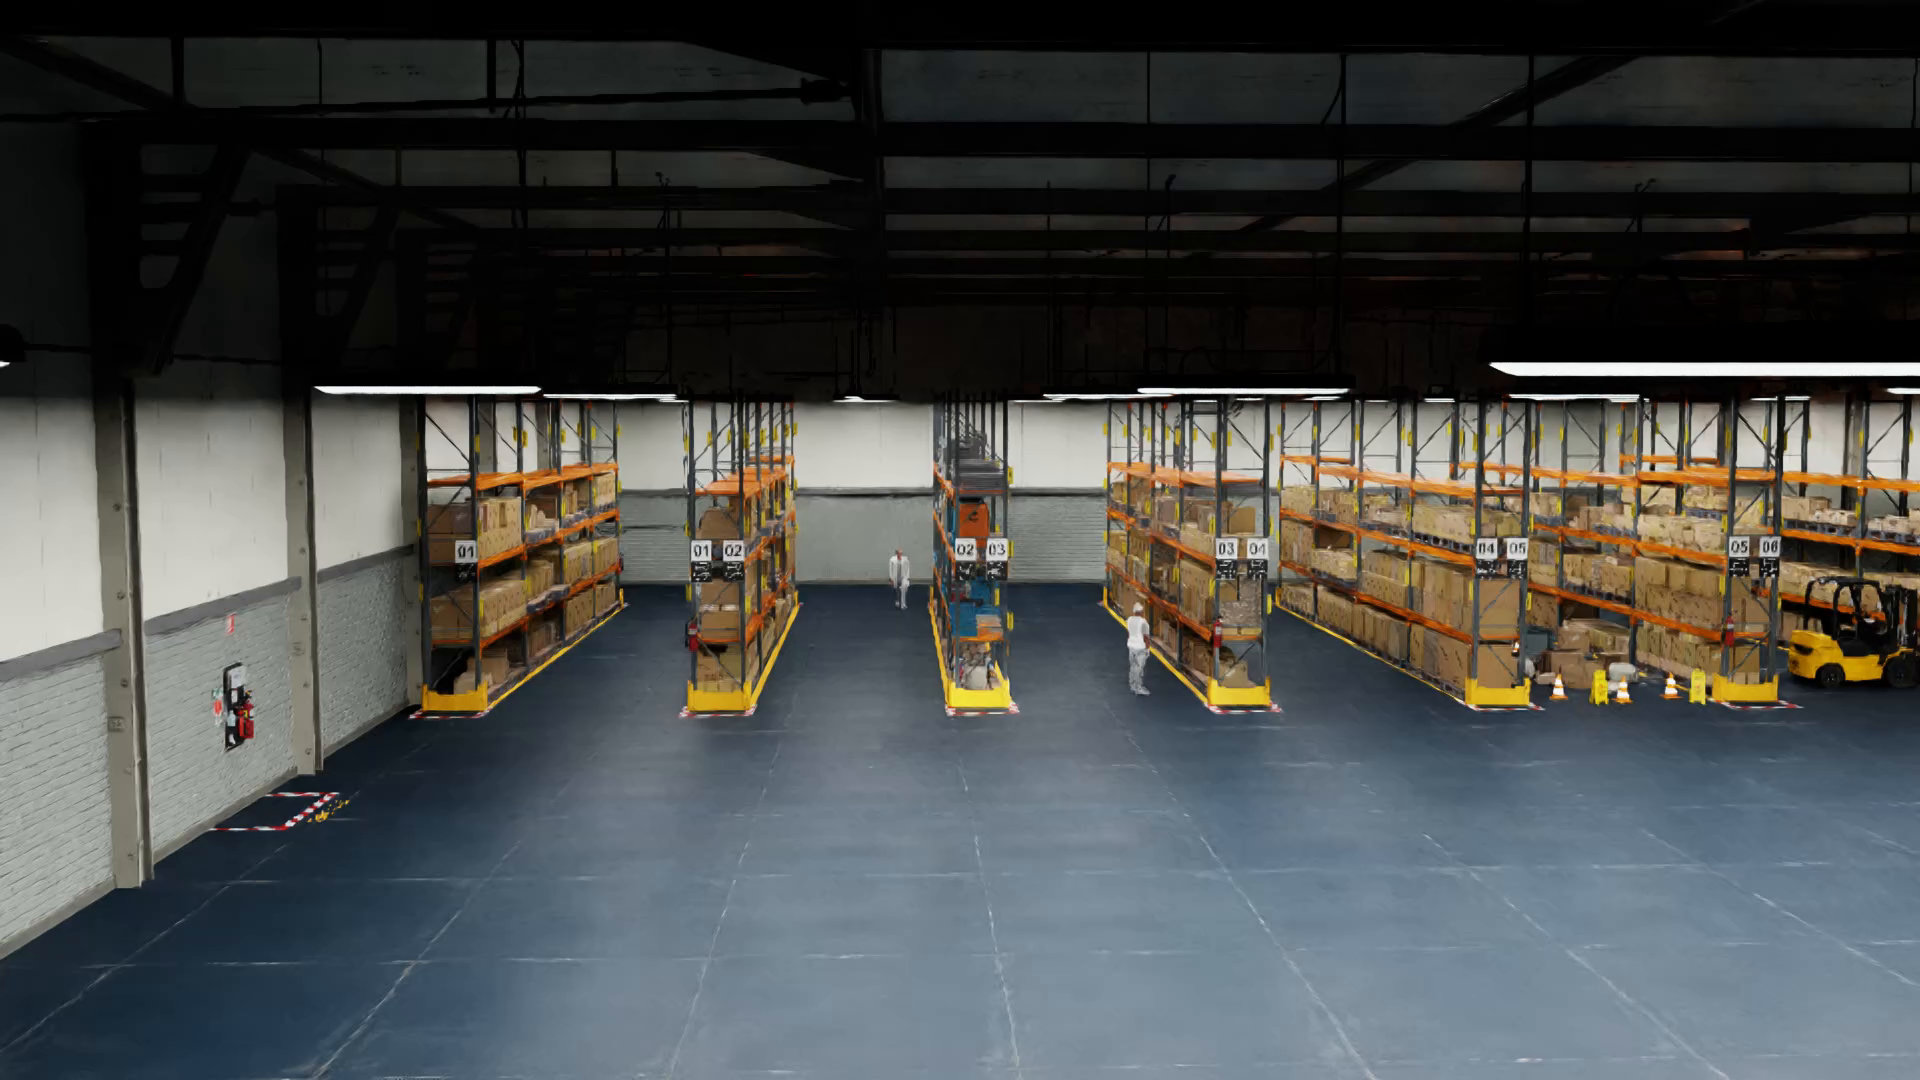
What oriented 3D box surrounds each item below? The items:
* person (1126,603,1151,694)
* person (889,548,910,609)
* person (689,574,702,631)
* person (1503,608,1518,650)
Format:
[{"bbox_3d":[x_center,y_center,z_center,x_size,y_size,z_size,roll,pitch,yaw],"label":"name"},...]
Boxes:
[{"bbox_3d":[3.558,2.133,32.902,0.456,1.786,0.620,-3,6,-34],"label":"person"},{"bbox_3d":[-1.698,1.059,46.574,0.598,1.698,1.172,0,5,0],"label":"person"},{"bbox_3d":[-6.594,1.398,41.992,0.444,1.775,0.581,-3,6,-34],"label":"person"},{"bbox_3d":[12.805,1.708,38.942,0.556,1.659,0.597,2,5,25],"label":"person"}]
